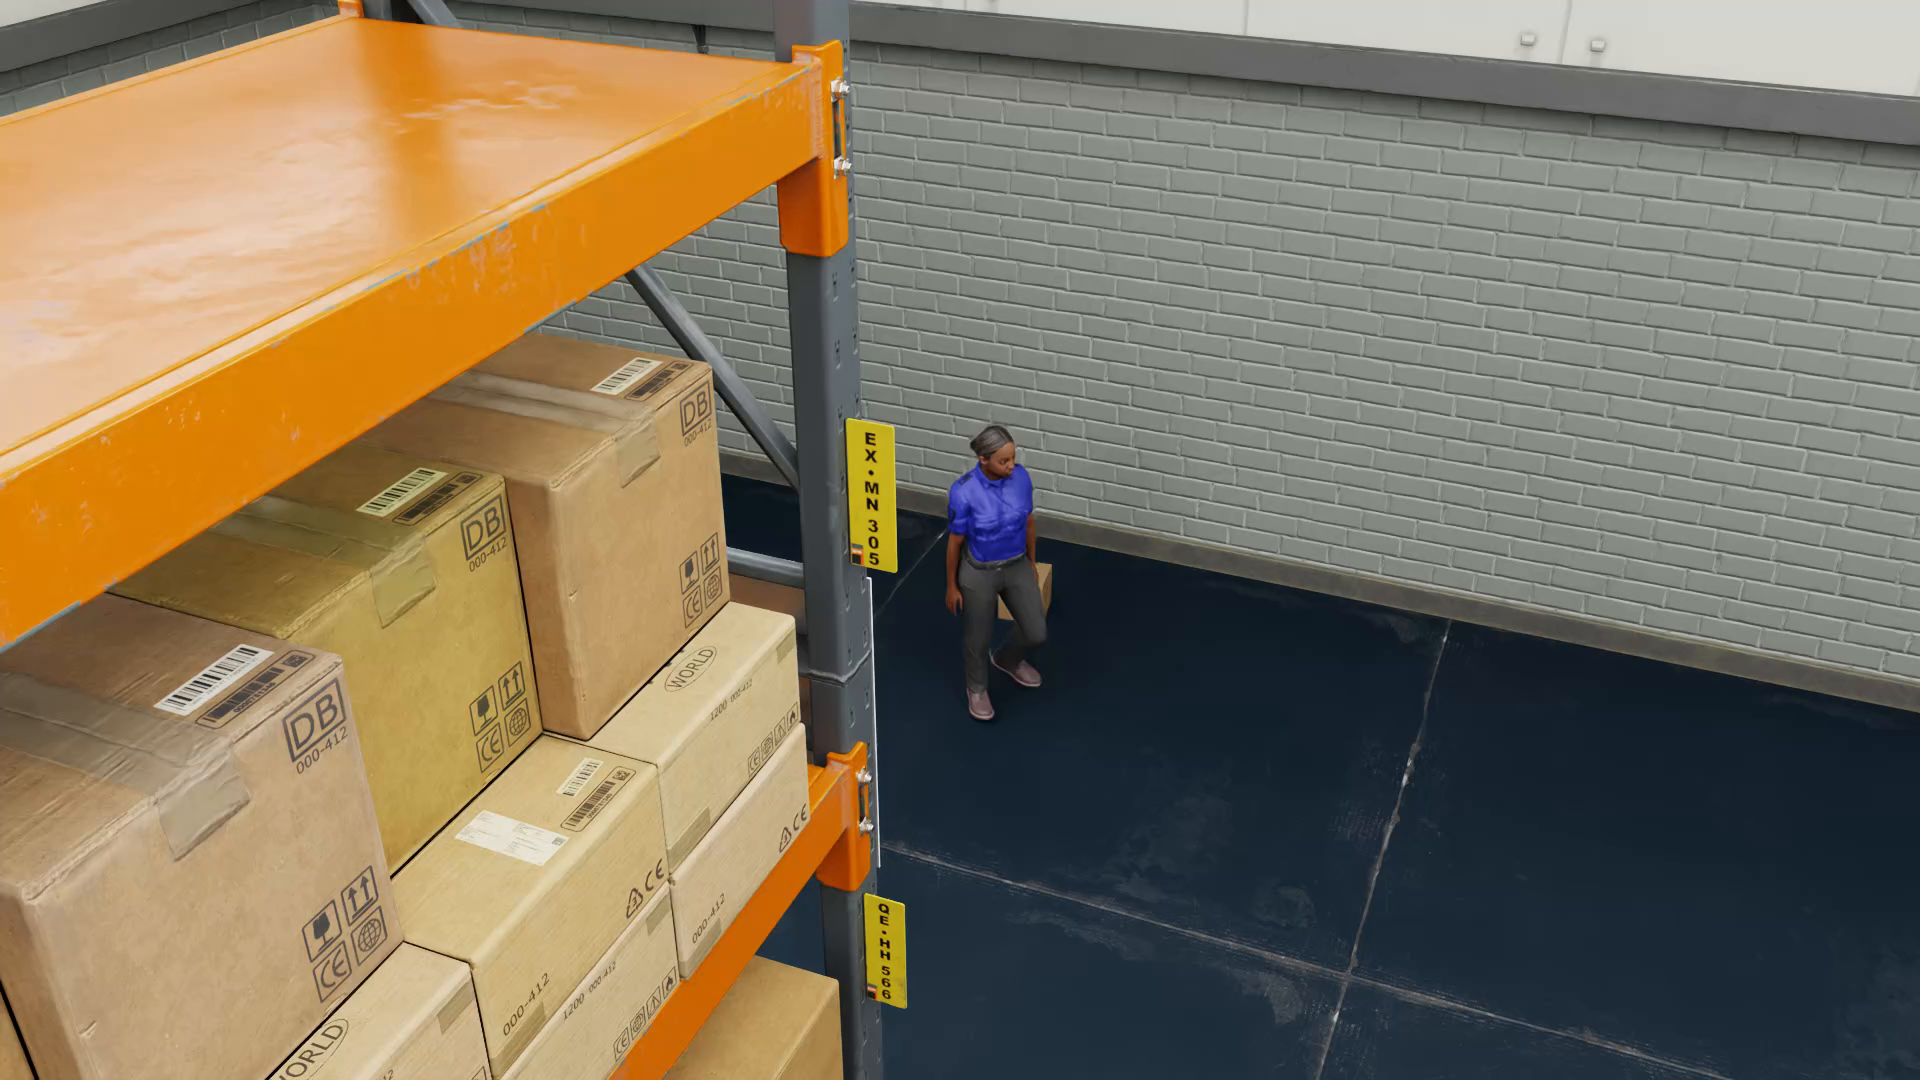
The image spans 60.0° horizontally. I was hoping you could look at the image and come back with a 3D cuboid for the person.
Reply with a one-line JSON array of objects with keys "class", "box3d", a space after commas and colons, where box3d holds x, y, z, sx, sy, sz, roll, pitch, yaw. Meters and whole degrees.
[{"class": "person", "box3d": [0.182, 0.135, 8.127, 0.584, 1.647, 0.439, -13, 32, -21]}]
